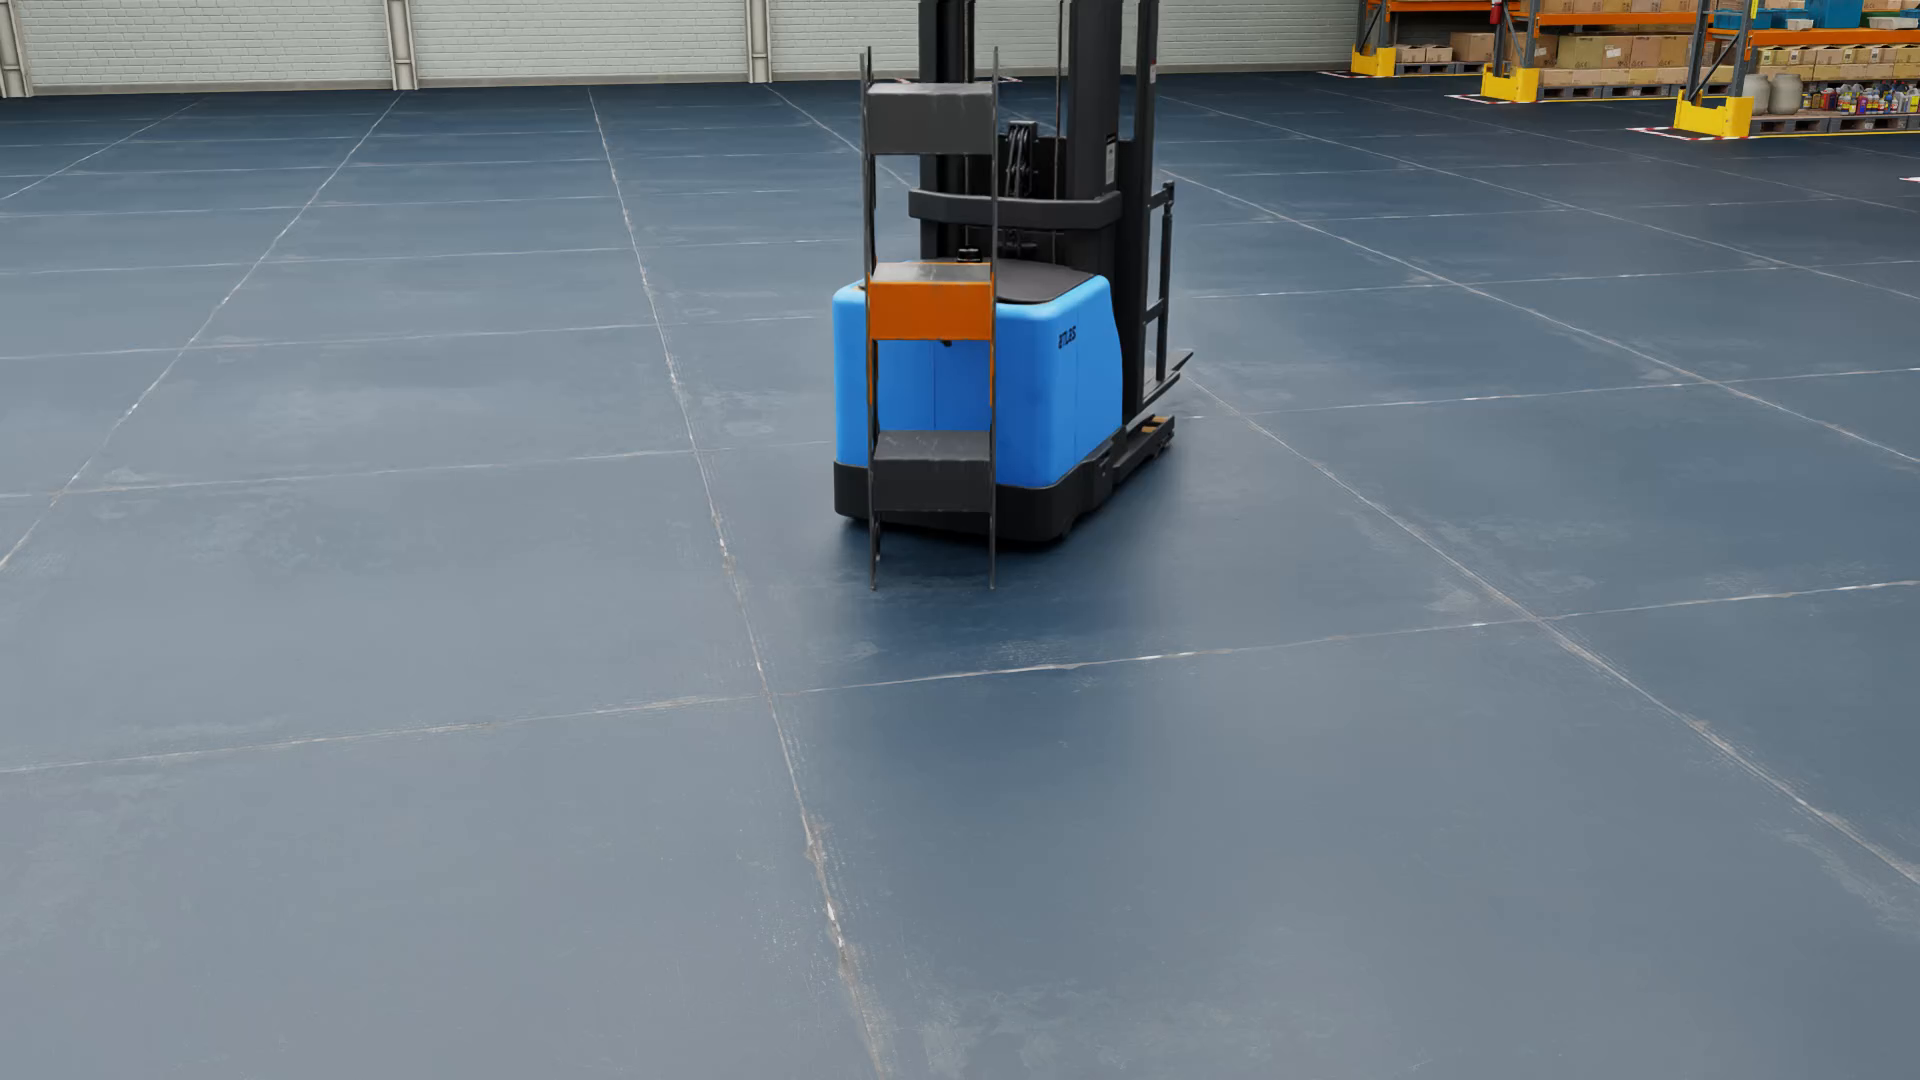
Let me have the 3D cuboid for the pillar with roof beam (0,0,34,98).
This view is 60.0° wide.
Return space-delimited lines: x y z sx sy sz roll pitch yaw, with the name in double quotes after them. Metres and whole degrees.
-14.236 -9.958 21.417 0.400 9.000 9.100 -5 21 -12 "pillar with roof beam"

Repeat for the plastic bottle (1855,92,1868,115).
11.987 -5.803 22.104 0.133 0.283 0.061 -4 21 -12 "plastic bottle"

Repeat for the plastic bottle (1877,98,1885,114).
12.290 -5.795 22.203 0.097 0.201 0.097 0 20 0 "plastic bottle"

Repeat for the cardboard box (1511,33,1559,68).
9.244 -7.879 26.760 0.500 0.500 0.500 -5 21 -12 "cardboard box"

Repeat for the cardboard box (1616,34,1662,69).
10.824 -7.823 26.607 0.500 0.500 0.500 -5 21 -12 "cardboard box"

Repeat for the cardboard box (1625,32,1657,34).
11.187 -8.043 27.207 0.500 0.500 0.500 -5 21 -12 "cardboard box"

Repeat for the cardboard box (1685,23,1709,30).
14.175 -10.057 32.311 0.500 0.250 0.500 -4 21 -11 "cardboard box"

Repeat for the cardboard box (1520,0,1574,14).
9.248 -8.559 26.173 0.500 0.500 0.700 -5 21 -12 "cardboard box"

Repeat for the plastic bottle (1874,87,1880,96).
12.620 -6.099 22.930 0.097 0.271 0.097 0 20 0 "plastic bottle"

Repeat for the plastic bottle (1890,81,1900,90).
12.938 -6.175 23.023 0.185 0.351 0.144 -4 21 -11 "plastic bottle"

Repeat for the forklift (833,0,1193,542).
0.468 -1.839 8.073 1.130 2.935 3.031 8 22 21 "forklift"

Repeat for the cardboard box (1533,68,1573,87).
9.364 -7.353 26.414 0.500 0.250 0.500 -5 21 -12 "cardboard box"

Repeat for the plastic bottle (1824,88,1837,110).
11.890 -6.019 22.695 0.133 0.283 0.061 -5 21 -12 "plastic bottle"

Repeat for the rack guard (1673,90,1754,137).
9.990 -5.669 22.063 0.348 0.500 1.175 -5 21 -12 "rack guard"

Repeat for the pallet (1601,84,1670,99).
10.710 -7.340 27.044 1.213 0.211 1.003 -5 21 -12 "pallet"

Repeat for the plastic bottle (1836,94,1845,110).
12.047 -5.987 22.726 0.097 0.201 0.097 0 20 0 "plastic bottle"

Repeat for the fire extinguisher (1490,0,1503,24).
8.569 -8.589 26.513 0.183 0.674 0.296 -5 21 -12 "fire extinguisher"

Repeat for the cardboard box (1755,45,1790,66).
13.143 -7.914 27.131 0.500 0.311 0.500 -5 21 -12 "cardboard box"

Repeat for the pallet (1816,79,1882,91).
14.581 -7.656 27.906 1.213 0.211 1.003 -5 21 -12 "pallet"

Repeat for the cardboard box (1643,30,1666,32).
13.249 -9.635 32.250 0.500 0.500 0.700 -4 21 -12 "cardboard box"

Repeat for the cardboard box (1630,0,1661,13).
10.754 -8.682 26.510 0.500 0.500 0.700 -4 21 -11 "cardboard box"

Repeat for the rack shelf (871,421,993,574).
-0.108 -0.179 6.826 0.480 0.518 0.431 0 20 1 "rack shelf"

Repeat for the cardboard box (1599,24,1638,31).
12.680 -9.938 31.989 0.500 0.250 0.500 -5 21 -14 "cardboard box"

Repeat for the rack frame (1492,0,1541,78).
8.791 -8.479 26.101 0.127 3.000 1.000 -5 21 -12 "rack frame"

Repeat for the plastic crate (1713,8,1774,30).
10.345 -6.891 21.981 0.616 0.251 0.499 -5 21 -12 "plastic crate"

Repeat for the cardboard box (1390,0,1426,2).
8.195 -10.008 30.464 0.500 0.250 0.500 -5 21 -14 "cardboard box"

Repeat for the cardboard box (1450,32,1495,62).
9.621 -9.281 31.284 0.500 0.500 0.700 -6 21 -16 "cardboard box"

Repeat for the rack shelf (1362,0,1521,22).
9.593 -9.957 31.183 4.000 0.370 1.077 -5 21 -12 "rack shelf"

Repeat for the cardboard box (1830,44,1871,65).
14.638 -8.037 27.464 0.500 0.311 0.500 -4 21 -11 "cardboard box"

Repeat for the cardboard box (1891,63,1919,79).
15.619 -7.853 27.779 0.500 0.250 0.500 -5 21 -13 "cardboard box"

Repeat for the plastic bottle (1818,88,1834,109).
11.865 -6.051 22.793 0.135 0.276 0.152 -4 21 -12 "plastic bottle"

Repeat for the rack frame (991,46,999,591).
0.136 -0.848 6.576 0.015 2.100 0.400 0 20 1 "rack frame"

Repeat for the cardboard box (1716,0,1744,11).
12.253 -8.805 26.846 0.500 0.500 0.700 -5 21 -14 "cardboard box"

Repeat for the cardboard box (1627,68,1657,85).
10.824 -7.471 26.737 0.500 0.250 0.500 -5 21 -12 "cardboard box"

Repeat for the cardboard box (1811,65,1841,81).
14.134 -7.733 27.450 0.500 0.250 0.500 -5 21 -14 "cardboard box"

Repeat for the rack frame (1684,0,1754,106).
9.927 -6.821 21.574 0.127 3.000 1.000 -5 21 -12 "rack frame"

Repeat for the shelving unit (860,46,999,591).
-0.108 -0.849 6.581 0.503 2.100 0.431 0 20 1 "shelving unit"

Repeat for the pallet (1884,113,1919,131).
13.156 -5.789 22.811 1.213 0.211 1.003 -5 21 -12 "pallet"

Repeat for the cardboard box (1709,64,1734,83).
12.282 -7.592 27.066 0.500 0.250 0.500 -5 21 -12 "cardboard box"

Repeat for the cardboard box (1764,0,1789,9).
13.152 -8.779 27.137 0.500 0.250 0.500 -3 20 -9 "cardboard box"

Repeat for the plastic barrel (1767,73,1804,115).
11.037 -5.967 22.250 0.421 0.512 0.421 0 20 0 "plastic barrel"

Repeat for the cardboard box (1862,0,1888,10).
14.947 -9.021 27.435 0.500 0.500 0.500 -6 21 -15 "cardboard box"

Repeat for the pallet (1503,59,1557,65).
10.894 -9.079 31.793 1.213 0.211 1.003 -5 21 -12 "pallet"

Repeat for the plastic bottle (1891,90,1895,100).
12.574 -5.904 22.381 0.133 0.283 0.061 -5 21 -12 "plastic bottle"

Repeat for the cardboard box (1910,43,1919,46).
16.123 -8.158 27.795 0.500 0.311 0.500 -4 21 -11 "cardboard box"

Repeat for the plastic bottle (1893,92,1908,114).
12.599 -5.865 22.286 0.135 0.276 0.152 -4 21 -11 "plastic bottle"

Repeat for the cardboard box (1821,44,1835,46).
14.492 -8.214 27.948 0.500 0.311 0.500 -5 21 -13 "cardboard box"

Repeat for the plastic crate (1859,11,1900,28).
12.433 -7.025 22.439 0.662 0.188 0.450 -5 21 -12 "plastic crate"

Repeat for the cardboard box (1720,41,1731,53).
14.744 -9.729 32.506 0.500 0.500 0.700 -4 21 -12 "cardboard box"

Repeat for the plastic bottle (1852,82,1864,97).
12.341 -6.127 22.890 0.185 0.351 0.144 -5 21 -13 "plastic bottle"
